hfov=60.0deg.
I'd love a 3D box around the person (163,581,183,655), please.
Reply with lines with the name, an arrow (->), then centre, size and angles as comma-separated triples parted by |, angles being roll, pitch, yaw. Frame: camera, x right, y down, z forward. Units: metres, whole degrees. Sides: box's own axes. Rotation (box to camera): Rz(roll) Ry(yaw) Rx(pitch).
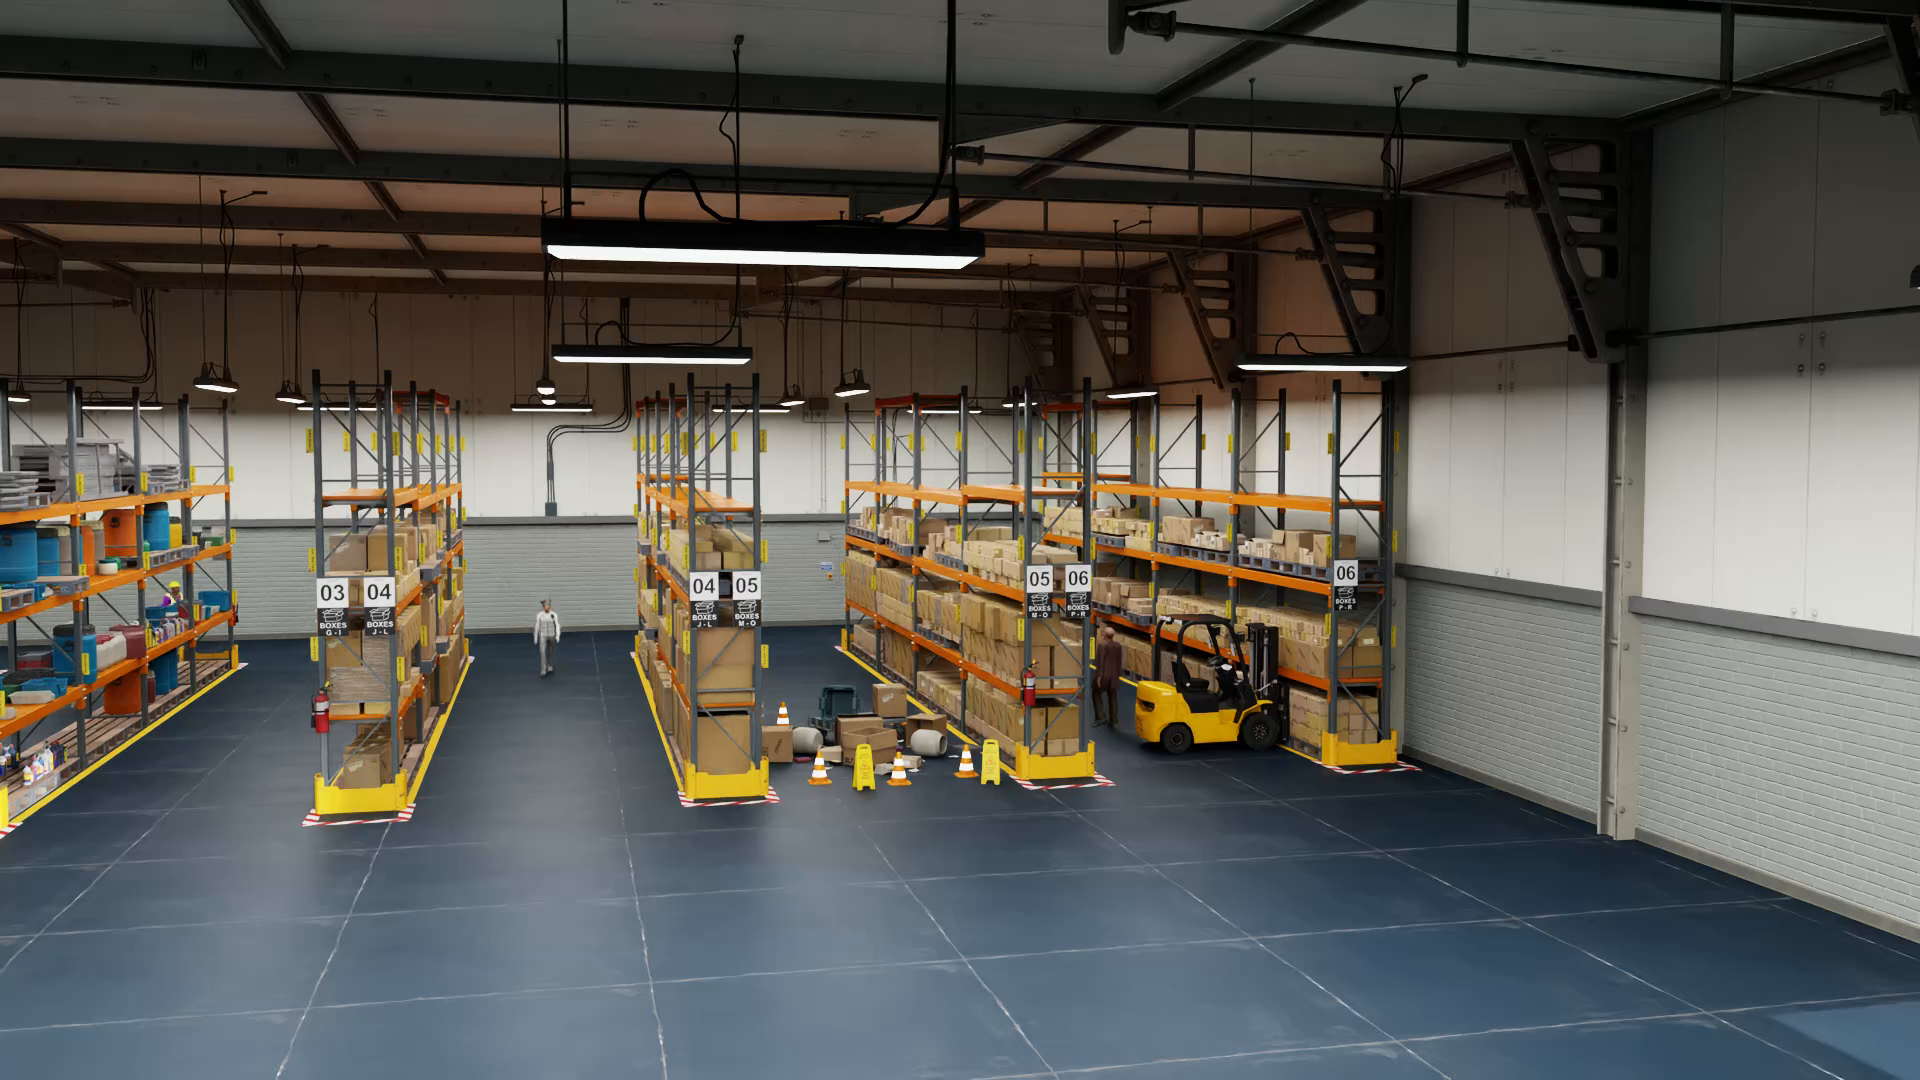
person -> -18.599, 1.842, 39.385 | 0.735, 1.749, 0.581 | 2, 4, 27

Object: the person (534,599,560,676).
person -> -8.941, 2.080, 36.021 | 0.547, 1.613, 1.045 | -1, 3, -18

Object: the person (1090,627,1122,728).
person -> 2.636, 2.439, 29.290 | 0.579, 1.814, 0.594 | -1, 4, -22

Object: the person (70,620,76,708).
person -> -16.841, 2.346, 31.517 | 0.551, 1.664, 0.428 | -1, 3, -16
